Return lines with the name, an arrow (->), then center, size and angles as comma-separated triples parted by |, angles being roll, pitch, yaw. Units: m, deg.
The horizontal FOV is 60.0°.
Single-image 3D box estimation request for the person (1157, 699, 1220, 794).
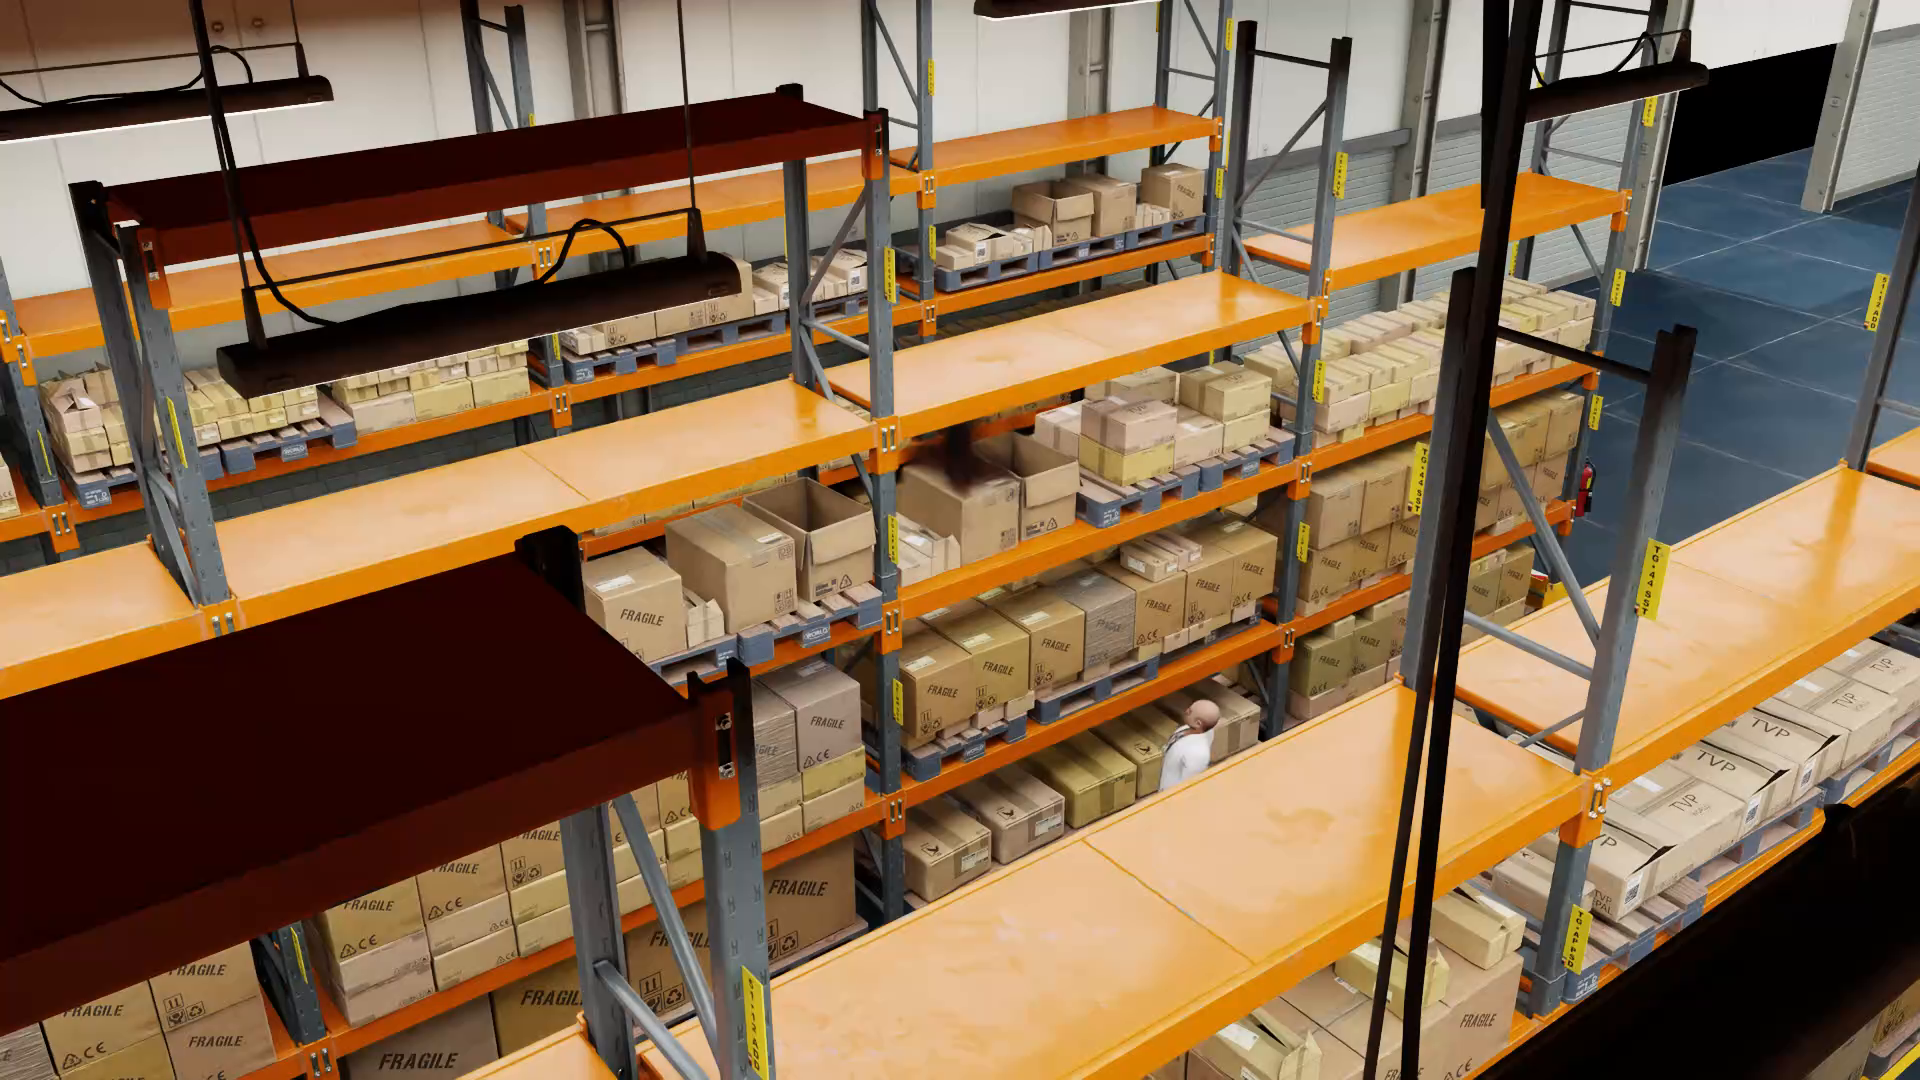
person -> 1.463, 1.859, 11.675 | 0.655, 1.761, 0.618 | -2, 26, -4
